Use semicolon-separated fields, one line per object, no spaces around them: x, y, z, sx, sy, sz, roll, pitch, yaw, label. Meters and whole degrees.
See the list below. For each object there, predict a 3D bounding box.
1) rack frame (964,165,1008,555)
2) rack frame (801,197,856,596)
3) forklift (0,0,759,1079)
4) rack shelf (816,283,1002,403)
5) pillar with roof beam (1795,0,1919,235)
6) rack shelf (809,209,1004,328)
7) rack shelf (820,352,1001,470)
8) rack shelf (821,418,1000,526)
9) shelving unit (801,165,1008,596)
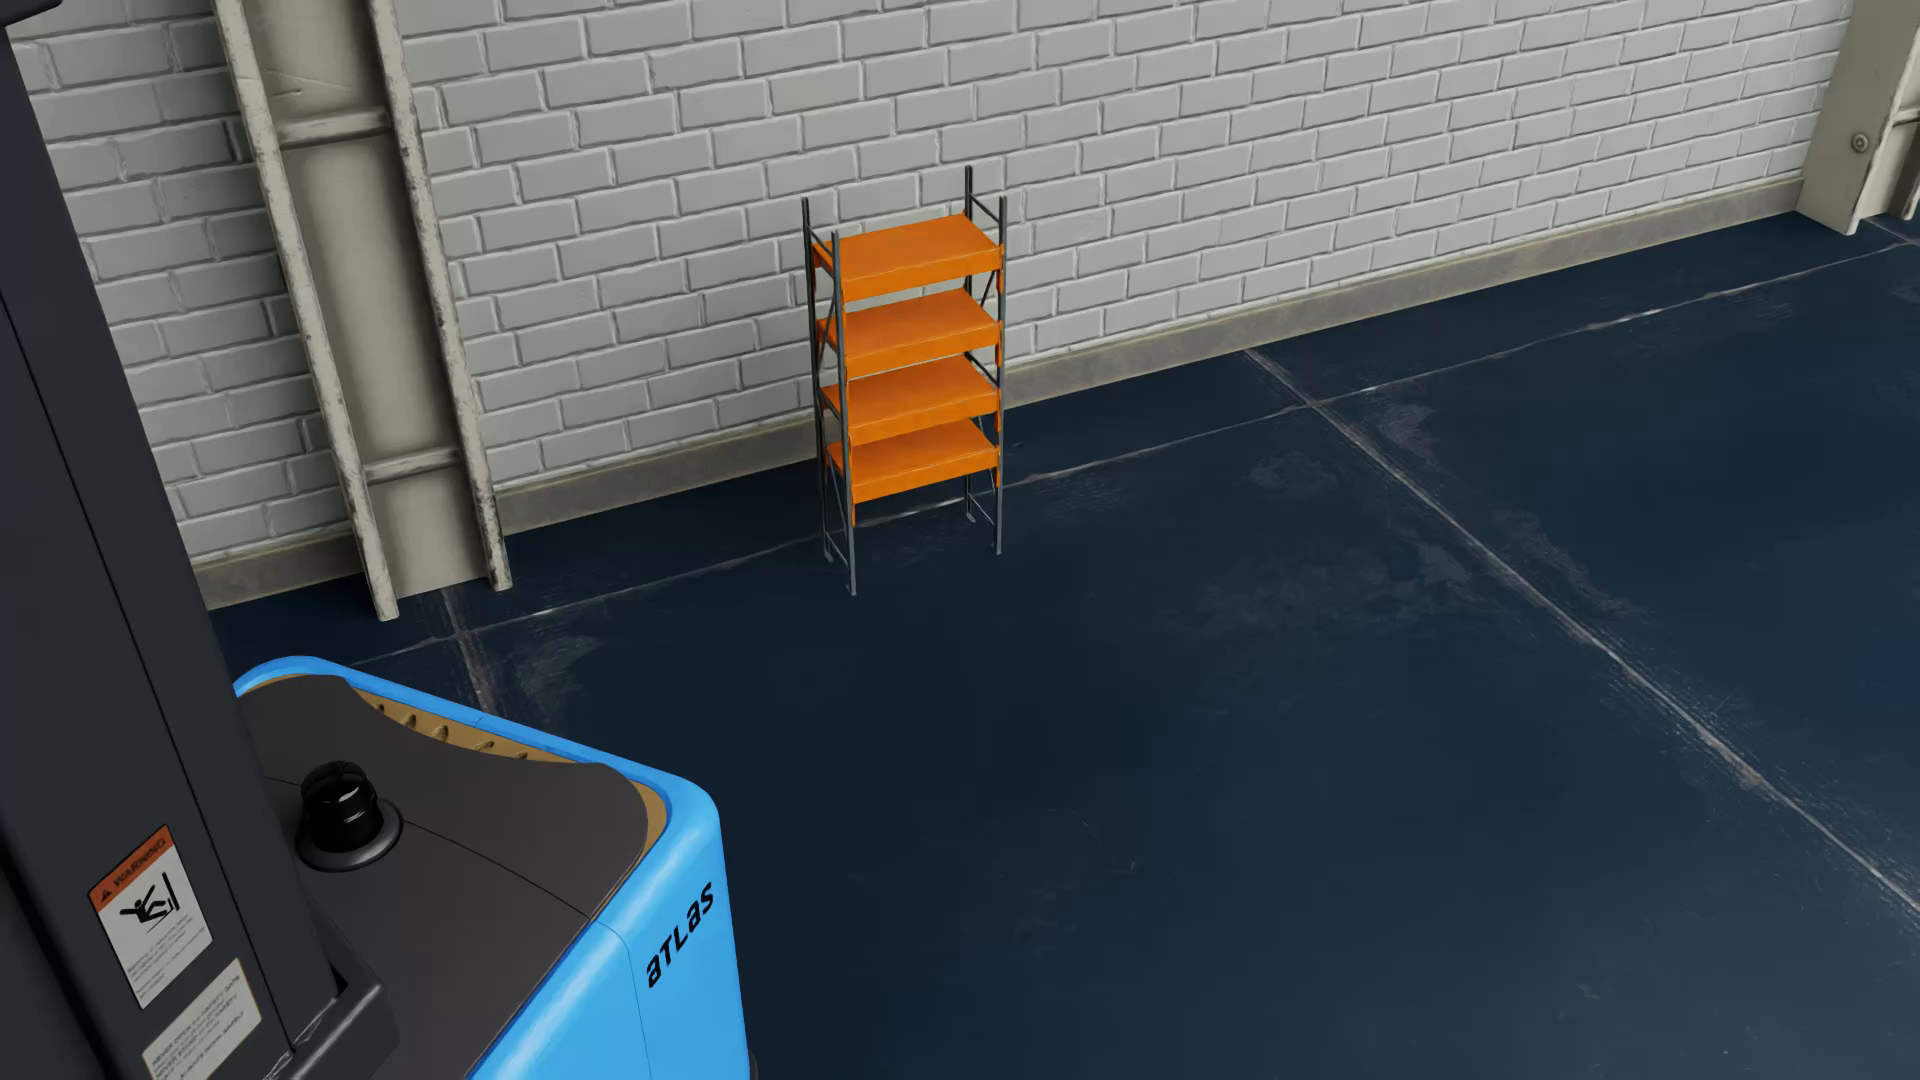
0.071;-0.502;4.919;0.015;1.200;0.240;-16;39;-20;rack frame
-0.371;-0.378;4.753;0.015;1.200;0.240;-16;39;-20;rack frame
-1.454;0.804;1.705;1.130;2.935;3.031;15;39;19;forklift
-0.150;-0.566;4.743;0.480;0.148;0.258;-16;39;-20;rack shelf
5.657;-2.701;1.338;0.400;9.000;9.100;-16;39;-20;pillar with roof beam
-0.150;-0.756;4.602;0.480;0.148;0.258;-16;39;-20;rack shelf
-0.150;-0.386;4.876;0.480;0.148;0.258;-16;39;-20;rack shelf
-0.150;-0.226;4.994;0.480;0.148;0.258;-16;39;-20;rack shelf
-0.150;-0.440;4.836;0.503;1.200;0.258;-16;39;-20;shelving unit
